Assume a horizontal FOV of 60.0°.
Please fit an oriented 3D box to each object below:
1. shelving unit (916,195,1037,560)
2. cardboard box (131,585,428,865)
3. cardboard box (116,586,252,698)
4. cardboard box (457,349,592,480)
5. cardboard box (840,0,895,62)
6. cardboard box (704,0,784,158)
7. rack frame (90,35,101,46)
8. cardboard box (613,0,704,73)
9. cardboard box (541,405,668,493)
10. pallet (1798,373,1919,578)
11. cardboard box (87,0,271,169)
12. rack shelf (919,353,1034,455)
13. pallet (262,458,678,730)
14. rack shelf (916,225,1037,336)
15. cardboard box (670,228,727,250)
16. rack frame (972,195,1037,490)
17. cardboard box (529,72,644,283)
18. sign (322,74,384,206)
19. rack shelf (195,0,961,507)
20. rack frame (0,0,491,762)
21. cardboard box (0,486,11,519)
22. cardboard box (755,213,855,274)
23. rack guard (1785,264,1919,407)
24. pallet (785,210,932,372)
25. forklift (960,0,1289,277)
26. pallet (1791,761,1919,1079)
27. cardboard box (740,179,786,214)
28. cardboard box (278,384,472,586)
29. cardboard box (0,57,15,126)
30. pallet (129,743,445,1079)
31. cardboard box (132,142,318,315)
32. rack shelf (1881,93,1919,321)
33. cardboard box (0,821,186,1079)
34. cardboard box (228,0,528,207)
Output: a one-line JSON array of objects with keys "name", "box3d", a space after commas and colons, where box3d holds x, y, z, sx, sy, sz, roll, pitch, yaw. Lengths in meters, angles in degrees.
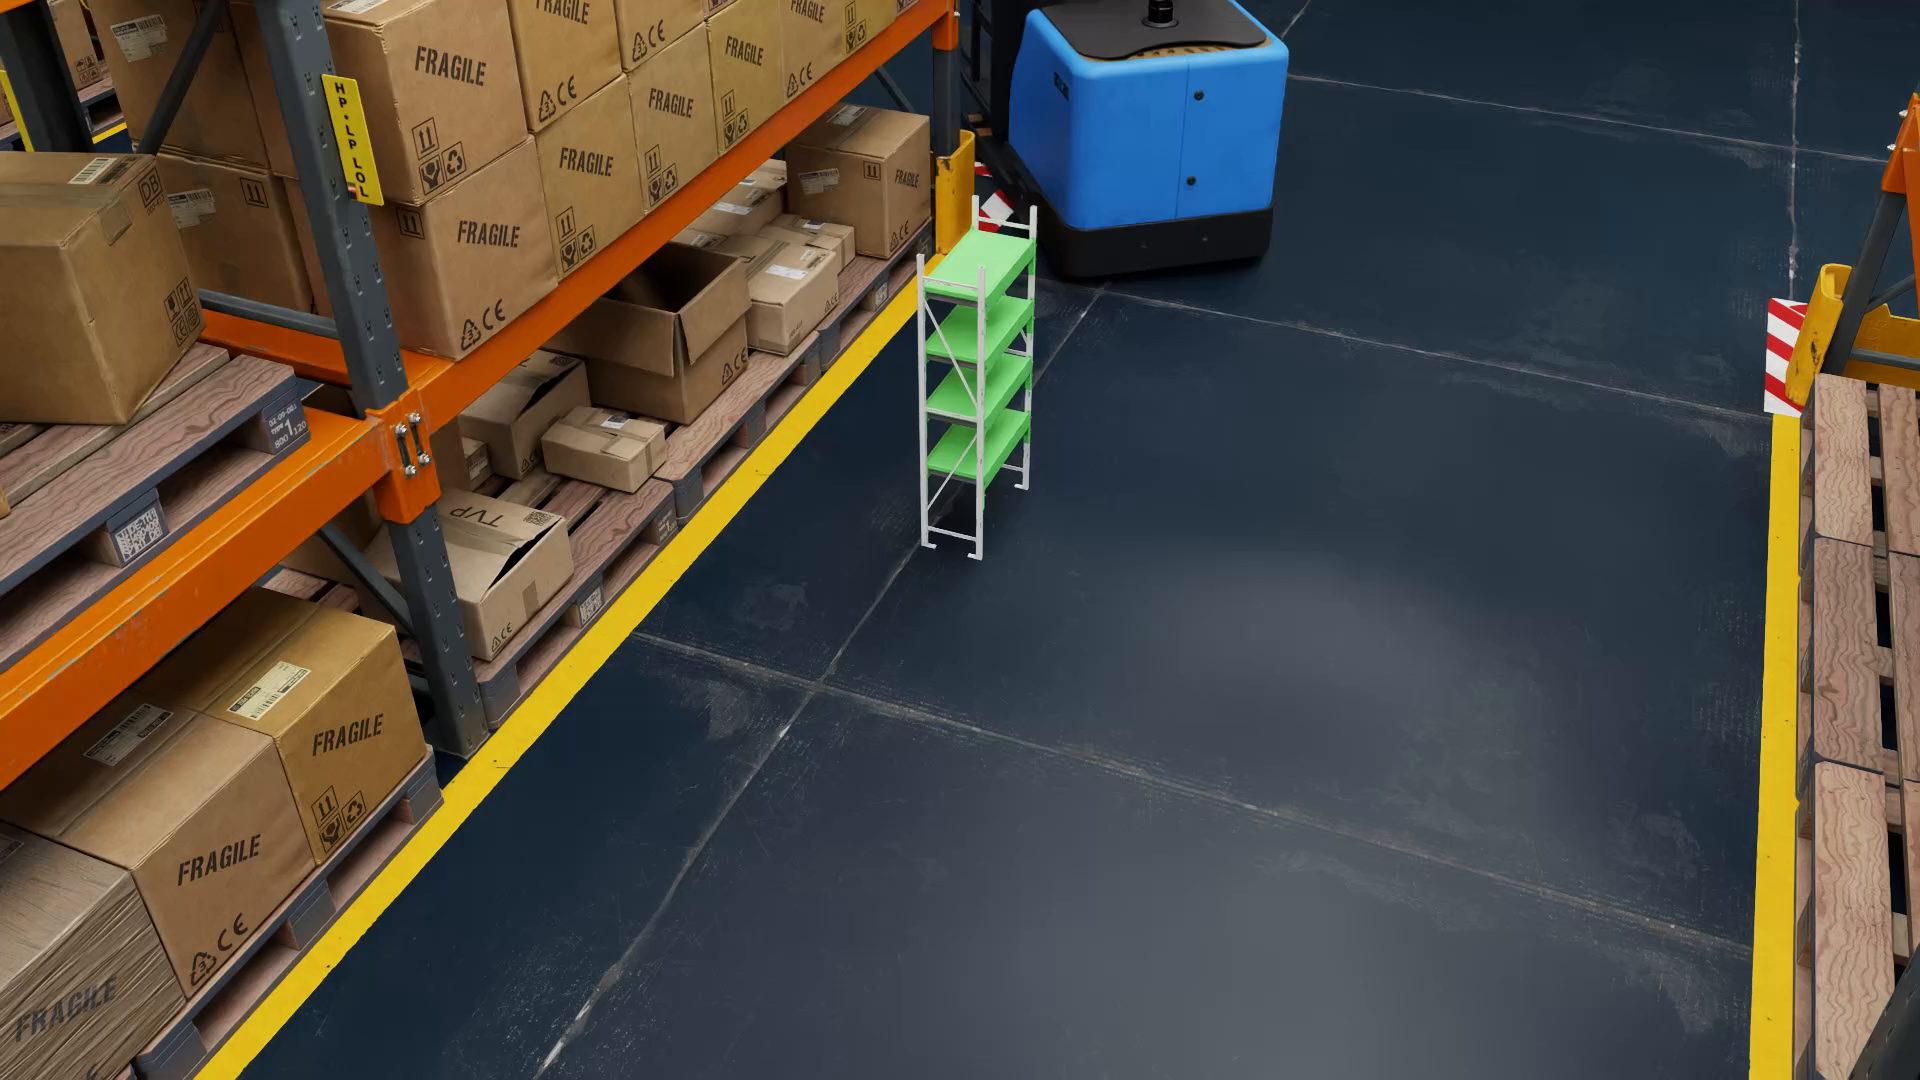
[{"name": "shelving unit", "box3d": [0.063, -0.572, 6.013, 0.258, 1.200, 0.503, 14, 39, 18]}, {"name": "cardboard box", "box3d": [-1.929, 0.522, 4.766, 0.500, 0.500, 0.500, 14, 39, 17]}, {"name": "cardboard box", "box3d": [-2.416, 0.396, 4.935, 0.500, 0.500, 0.500, 12, 38, 16]}, {"name": "cardboard box", "box3d": [-1.767, -0.536, 6.340, 0.500, 0.311, 0.500, 14, 39, 18]}, {"name": "cardboard box", "box3d": [-0.597, -2.298, 6.735, 0.500, 0.500, 0.500, 14, 39, 18]}, {"name": "cardboard box", "box3d": [-0.984, -1.744, 5.994, 0.500, 0.500, 0.500, 13, 39, 17]}, {"name": "rack frame", "box3d": [-5.067, -3.982, 9.072, 1.000, 3.000, 0.127, 14, 39, 18]}, {"name": "cardboard box", "box3d": [-1.175, -1.849, 5.299, 0.500, 0.500, 0.500, 13, 39, 16]}, {"name": "cardboard box", "box3d": [-1.327, -0.347, 6.208, 0.380, 0.166, 0.250, 14, 39, 18]}, {"name": "pallet", "box3d": [3.745, -0.161, 6.289, 1.003, 0.211, 1.213, 14, 39, 18]}, {"name": "cardboard box", "box3d": [-2.054, -1.421, 4.727, 0.500, 0.500, 0.500, 14, 39, 18]}, {"name": "rack shelf", "box3d": [0.063, -0.521, 6.052, 0.258, 0.148, 0.480, 14, 39, 18]}, {"name": "pallet", "box3d": [-1.744, 0.096, 5.946, 1.003, 0.211, 1.213, 14, 39, 18]}, {"name": "rack shelf", "box3d": [0.063, -0.906, 5.764, 0.258, 0.148, 0.480, 14, 39, 18]}, {"name": "cardboard box", "box3d": [-1.334, -1.141, 7.200, 0.500, 0.250, 0.500, 14, 39, 18]}, {"name": "rack frame", "box3d": [0.156, -0.707, 6.194, 0.240, 1.200, 0.015, 14, 39, 18]}, {"name": "cardboard box", "box3d": [-1.369, -1.186, 5.247, 0.500, 0.500, 0.500, 15, 39, 19]}, {"name": "sign", "box3d": [-1.492, -0.981, 4.089, 0.100, 0.325, 0.005, 14, 39, 18]}, {"name": "rack shelf", "box3d": [-1.246, -1.460, 6.299, 1.077, 0.370, 4.000, 14, 39, 18]}, {"name": "rack frame", "box3d": [-2.007, -0.641, 4.602, 1.000, 3.000, 0.127, 14, 39, 18]}, {"name": "cardboard box", "box3d": [-2.597, -0.243, 3.635, 0.700, 0.500, 0.500, 20, 41, 25]}, {"name": "cardboard box", "box3d": [-0.701, -1.336, 7.531, 0.380, 0.166, 0.250, 14, 39, 18]}, {"name": "rack guard", "box3d": [4.092, -0.740, 6.823, 1.175, 0.500, 0.348, 14, 39, 18]}, {"name": "pallet", "box3d": [-0.816, -1.255, 7.753, 1.003, 0.211, 1.213, 14, 39, 18]}, {"name": "forklift", "box3d": [0.628, -3.285, 8.197, 1.130, 2.935, 3.031, -9, 38, -12]}, {"name": "pallet", "box3d": [2.817, 1.190, 4.481, 1.003, 0.211, 1.213, 14, 39, 18]}, {"name": "cardboard box", "box3d": [-1.057, -1.605, 7.891, 0.380, 0.166, 0.250, 14, 39, 18]}, {"name": "cardboard box", "box3d": [-2.052, -0.196, 5.728, 0.500, 0.500, 0.500, 14, 39, 18]}, {"name": "cardboard box", "box3d": [-5.431, -2.462, 8.775, 0.700, 0.500, 0.500, 14, 39, 18]}, {"name": "pallet", "box3d": [-2.281, 0.935, 4.823, 1.003, 0.211, 1.213, 14, 39, 18]}, {"name": "cardboard box", "box3d": [-2.054, -1.016, 5.021, 0.500, 0.500, 0.500, 14, 39, 18]}, {"name": "rack shelf", "box3d": [3.334, -0.330, 4.787, 1.077, 0.370, 4.000, 14, 39, 18]}, {"name": "cardboard box", "box3d": [-2.316, 1.072, 4.031, 0.500, 0.500, 0.500, 14, 39, 18]}, {"name": "cardboard box", "box3d": [-1.567, -1.279, 4.536, 0.500, 0.500, 0.500, 15, 39, 19]}]
